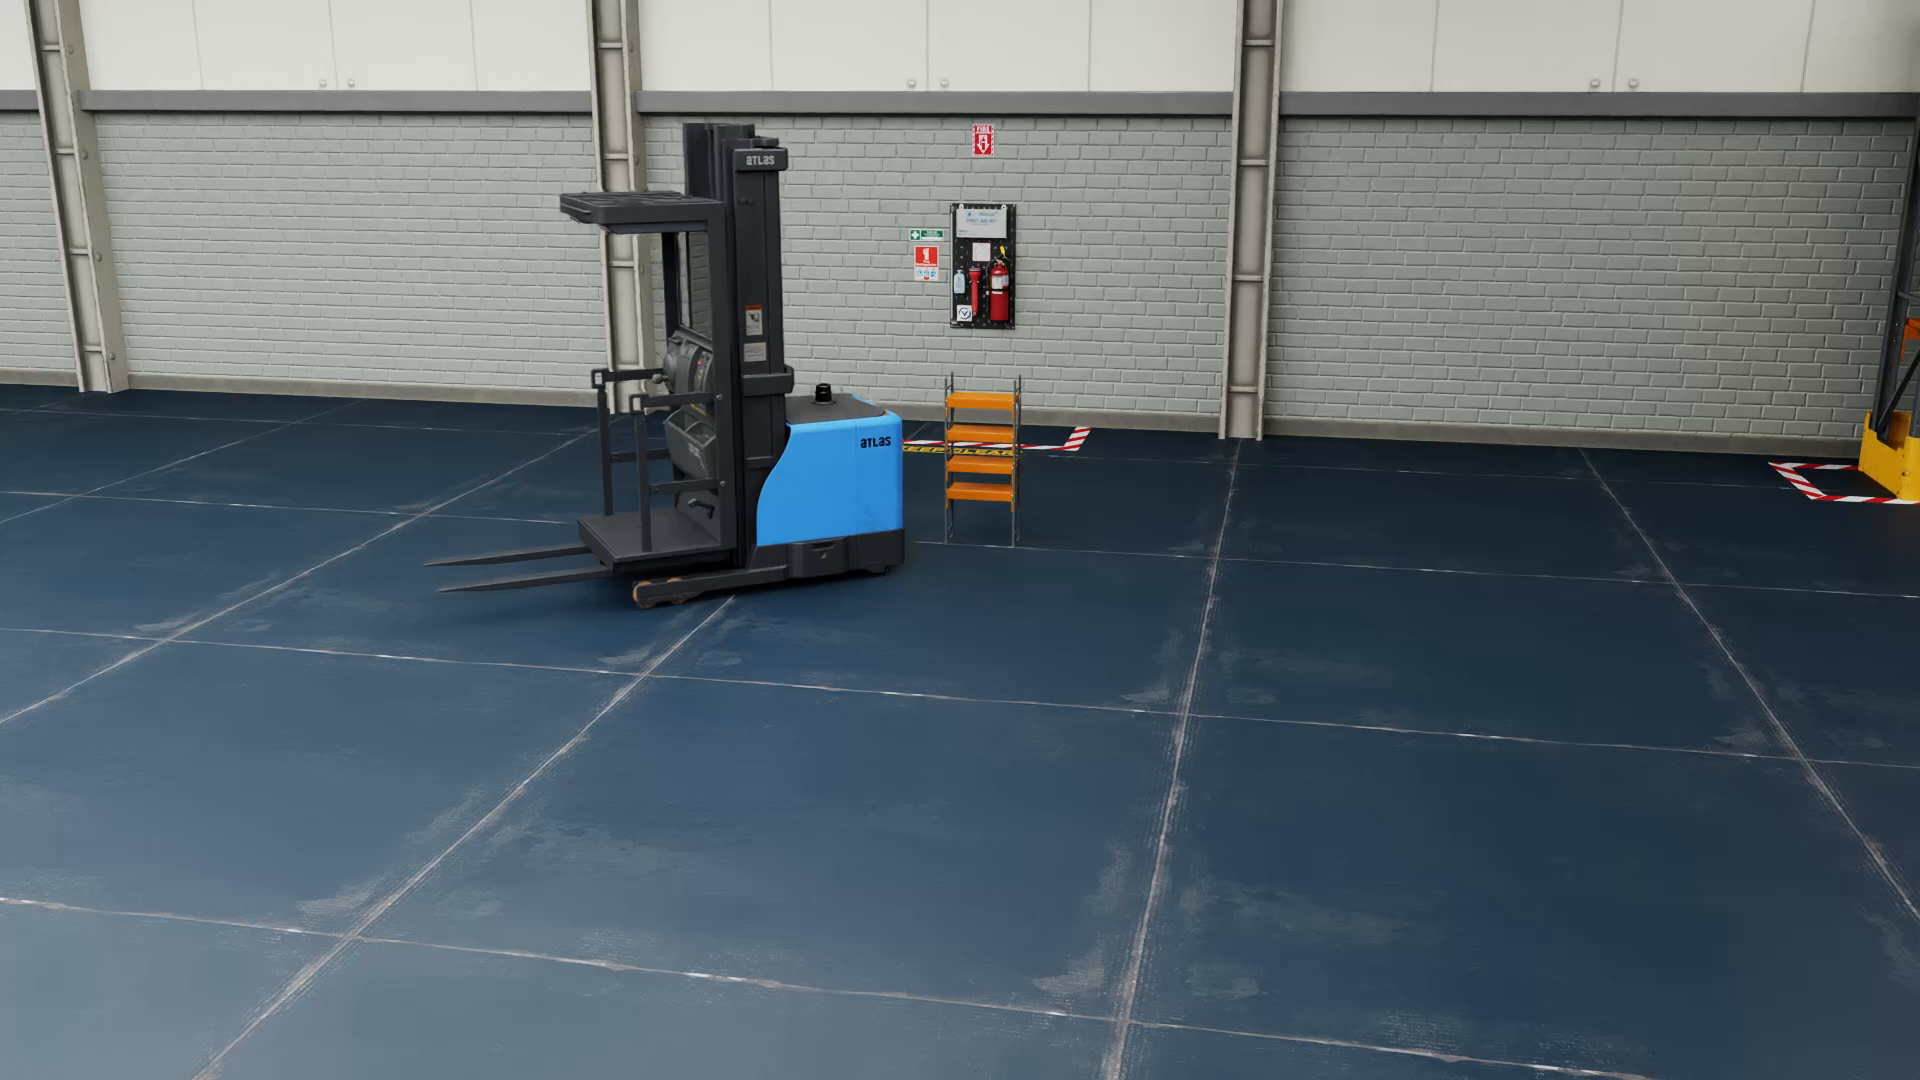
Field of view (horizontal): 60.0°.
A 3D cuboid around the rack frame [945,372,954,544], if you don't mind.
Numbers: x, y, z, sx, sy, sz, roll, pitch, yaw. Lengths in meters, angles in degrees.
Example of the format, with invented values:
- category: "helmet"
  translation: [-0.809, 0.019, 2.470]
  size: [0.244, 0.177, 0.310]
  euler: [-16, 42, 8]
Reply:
- category: "rack frame"
  translation: [-0.077, -0.582, 11.847]
  size: [0.015, 1.200, 0.240]
  euler: [3, 16, 11]

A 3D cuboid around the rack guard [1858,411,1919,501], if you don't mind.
- category: "rack guard"
  translation: [7.713, -0.696, 13.567]
  size: [0.348, 0.500, 1.175]
  euler: [3, 16, 11]

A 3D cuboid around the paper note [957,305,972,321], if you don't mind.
- category: "paper note"
  translation: [0.043, -2.157, 15.810]
  size: [0.142, 0.148, 0.016]
  euler: [3, 16, 11]

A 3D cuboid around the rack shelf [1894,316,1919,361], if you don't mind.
- category: "rack shelf"
  translation: [9.598, -1.451, 12.959]
  size: [4.000, 0.370, 1.077]
  euler: [3, 16, 11]

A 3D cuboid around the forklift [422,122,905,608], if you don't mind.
- category: "forklift"
  translation: [-1.927, -1.145, 10.634]
  size: [3.031, 2.935, 1.130]
  euler: [-7, 17, -24]

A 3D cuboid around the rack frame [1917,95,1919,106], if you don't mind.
- category: "rack frame"
  translation: [7.638, -4.795, 12.447]
  size: [0.127, 3.000, 1.000]
  euler: [3, 16, 11]

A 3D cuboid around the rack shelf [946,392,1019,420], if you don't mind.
- category: "rack shelf"
  translation: [0.162, -0.948, 11.695]
  size: [0.480, 0.148, 0.258]
  euler: [3, 16, 11]

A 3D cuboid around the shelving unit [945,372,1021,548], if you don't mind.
- category: "shelving unit"
  translation: [0.162, -0.569, 11.800]
  size: [0.503, 1.200, 0.258]
  euler: [3, 16, 11]

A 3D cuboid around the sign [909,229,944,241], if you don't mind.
- category: "sign"
  translation: [-0.316, -2.880, 15.712]
  size: [0.331, 0.109, 0.001]
  euler: [3, 16, 11]

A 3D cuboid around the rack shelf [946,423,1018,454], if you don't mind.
- category: "rack shelf"
  translation: [0.162, -0.720, 11.758]
  size: [0.480, 0.148, 0.258]
  euler: [3, 16, 11]

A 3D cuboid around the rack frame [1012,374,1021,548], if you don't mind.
- category: "rack frame"
  translation: [0.401, -0.556, 11.753]
  size: [0.015, 1.200, 0.240]
  euler: [3, 16, 11]

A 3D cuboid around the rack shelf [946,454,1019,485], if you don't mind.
- category: "rack shelf"
  translation: [0.162, -0.505, 11.818]
  size: [0.480, 0.148, 0.258]
  euler: [3, 16, 11]

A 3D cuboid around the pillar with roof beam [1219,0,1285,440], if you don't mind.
- category: "pillar with roof beam"
  translation: [1.759, -4.177, 10.216]
  size: [0.400, 9.000, 9.100]
  euler: [3, 16, 11]

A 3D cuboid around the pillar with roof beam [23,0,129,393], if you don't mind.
- category: "pillar with roof beam"
  translation: [-10.000, -4.816, 12.520]
  size: [0.400, 9.000, 9.100]
  euler: [3, 16, 11]

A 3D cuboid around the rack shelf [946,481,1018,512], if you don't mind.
- category: "rack shelf"
  translation: [0.162, -0.313, 11.871]
  size: [0.480, 0.148, 0.258]
  euler: [3, 16, 11]

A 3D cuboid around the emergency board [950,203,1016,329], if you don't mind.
- category: "emergency board"
  translation: [0.203, -2.554, 15.593]
  size: [0.643, 1.169, 0.194]
  euler: [3, 16, 11]

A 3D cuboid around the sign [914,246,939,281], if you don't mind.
- category: "sign"
  translation: [-0.319, -2.628, 15.792]
  size: [0.234, 0.329, 0.001]
  euler: [3, 16, 11]

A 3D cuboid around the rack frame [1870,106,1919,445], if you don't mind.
- category: "rack frame"
  translation: [7.638, -1.904, 13.247]
  size: [0.127, 3.000, 1.000]
  euler: [3, 16, 11]

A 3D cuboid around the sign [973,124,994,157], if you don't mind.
- category: "sign"
  translation: [0.215, -3.698, 15.379]
  size: [0.199, 0.298, 0.001]
  euler: [3, 16, 11]

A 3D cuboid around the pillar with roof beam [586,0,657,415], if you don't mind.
- category: "pillar with roof beam"
  translation: [-4.121, -4.497, 11.368]
  size: [0.400, 9.000, 9.100]
  euler: [3, 16, 11]
